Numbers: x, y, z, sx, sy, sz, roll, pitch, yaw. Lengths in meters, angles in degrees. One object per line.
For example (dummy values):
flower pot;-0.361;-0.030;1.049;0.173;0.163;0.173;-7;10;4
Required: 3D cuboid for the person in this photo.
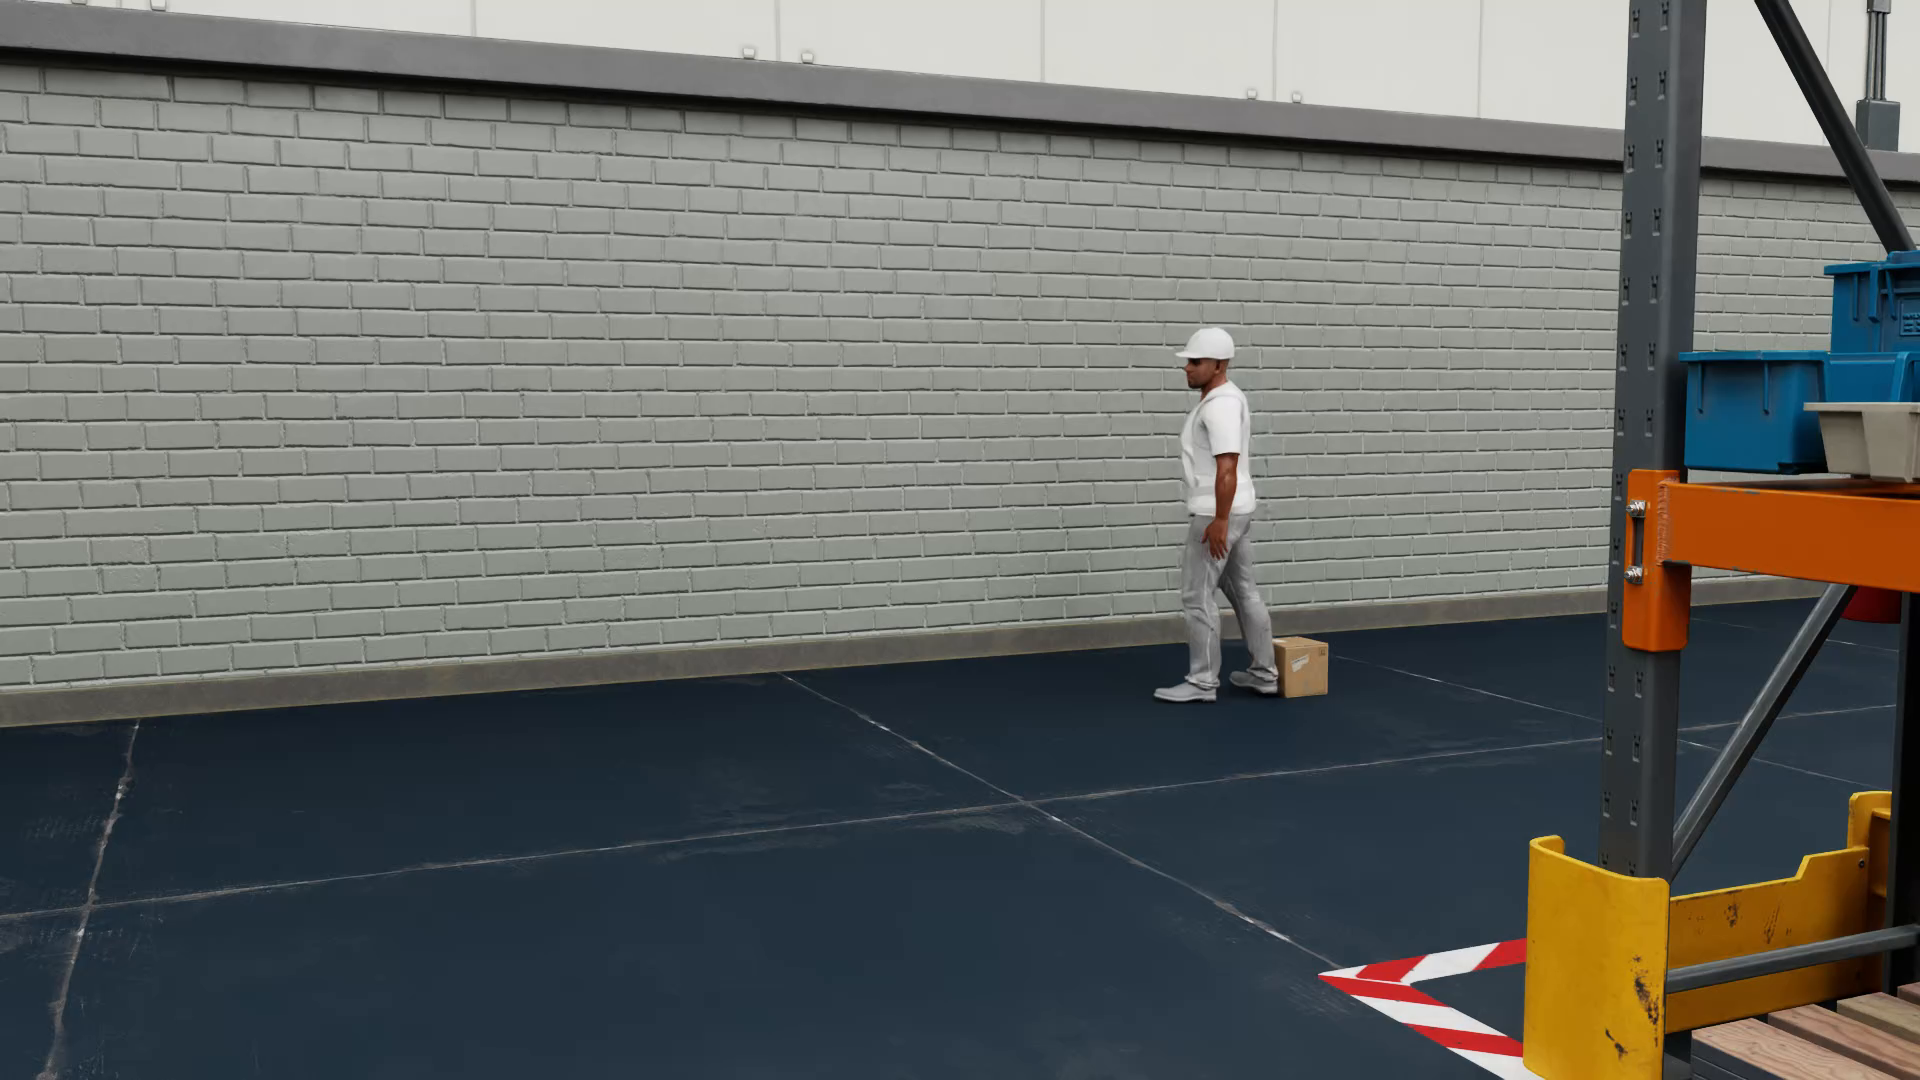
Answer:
person;1.234;-0.118;7.897;0.569;1.766;0.589;1;6;16
